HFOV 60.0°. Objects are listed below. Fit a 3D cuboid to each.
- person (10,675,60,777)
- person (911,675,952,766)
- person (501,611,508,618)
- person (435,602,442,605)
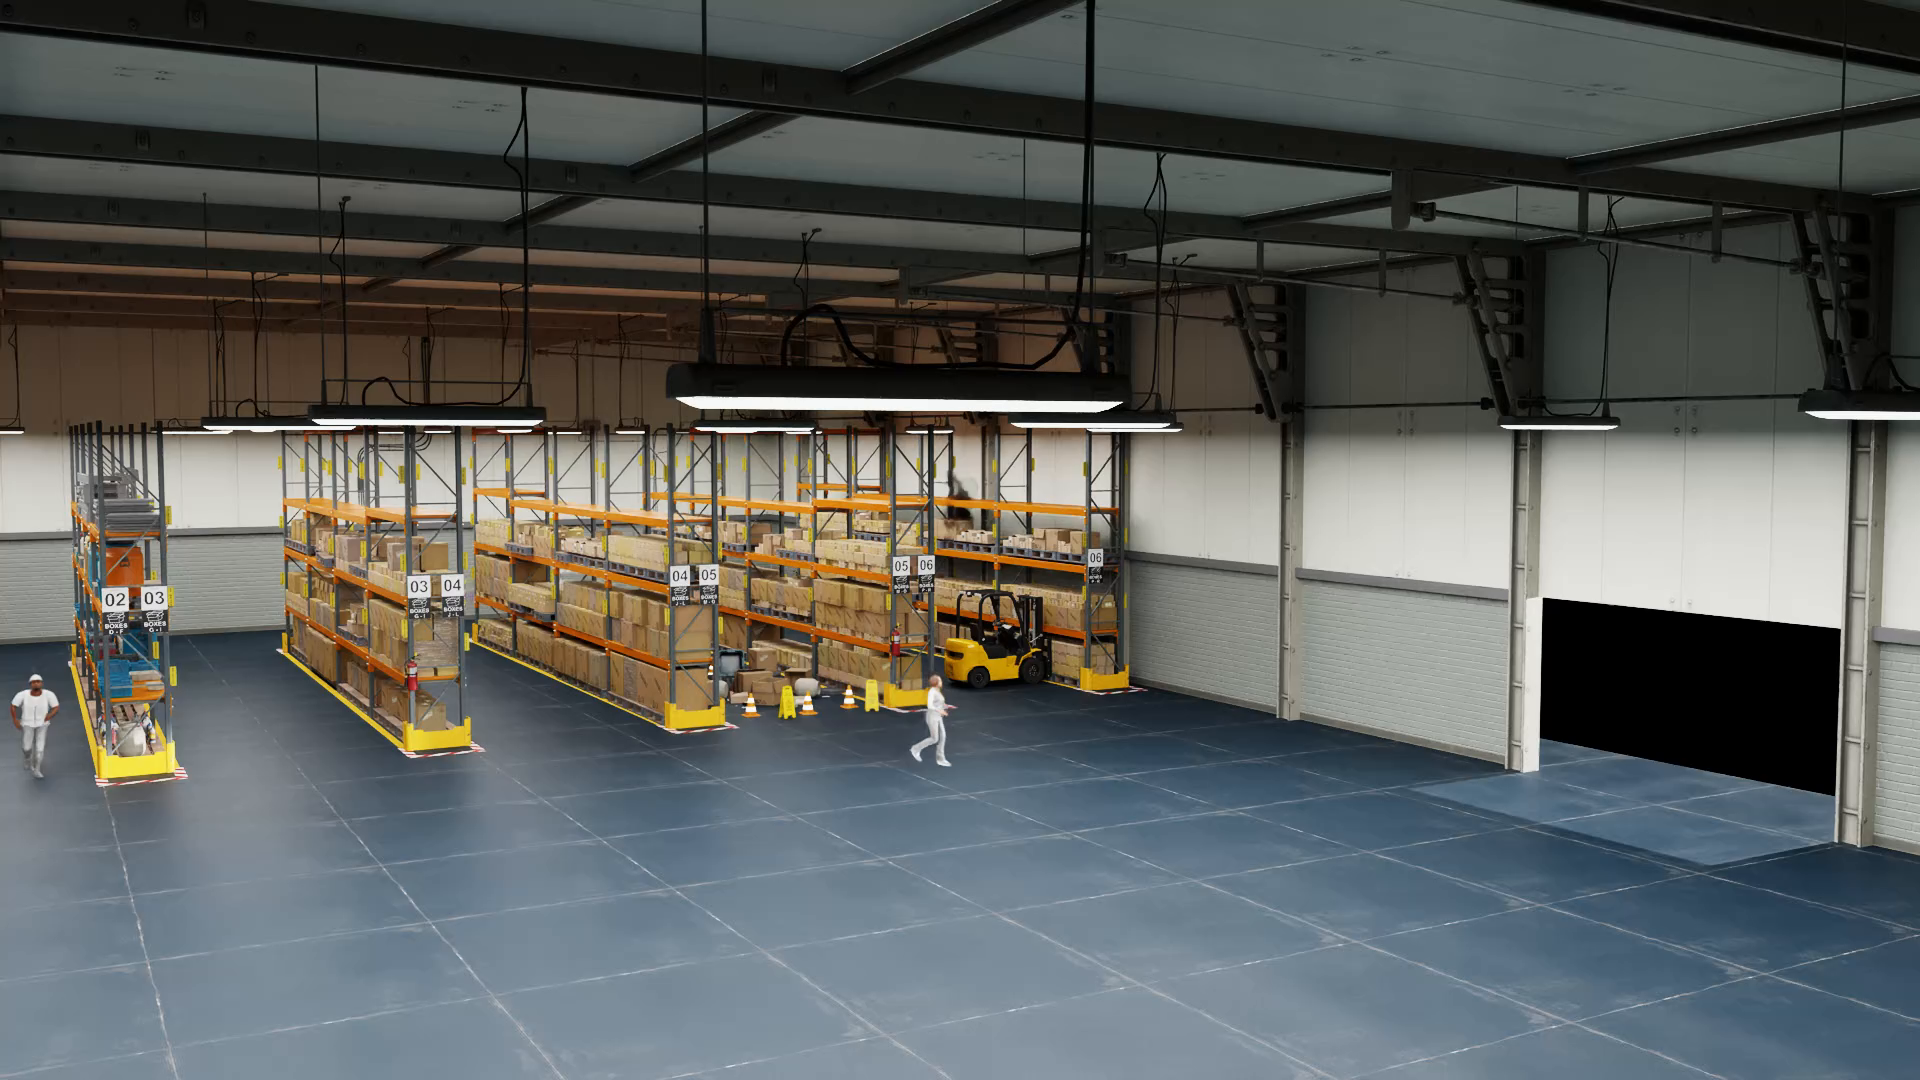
[{"bbox_3d":[-15.607,3.126,28.074,0.732,1.720,0.568,-2,4,-29],"label":"person"},{"bbox_3d":[-0.494,3.145,29.006,0.721,1.601,0.565,1,4,12],"label":"person"},{"bbox_3d":[-13.189,1.832,48.439,0.629,1.777,0.970,3,5,40],"label":"person"},{"bbox_3d":[-14.501,2.028,45.824,0.742,1.775,0.681,-1,4,-17],"label":"person"}]
